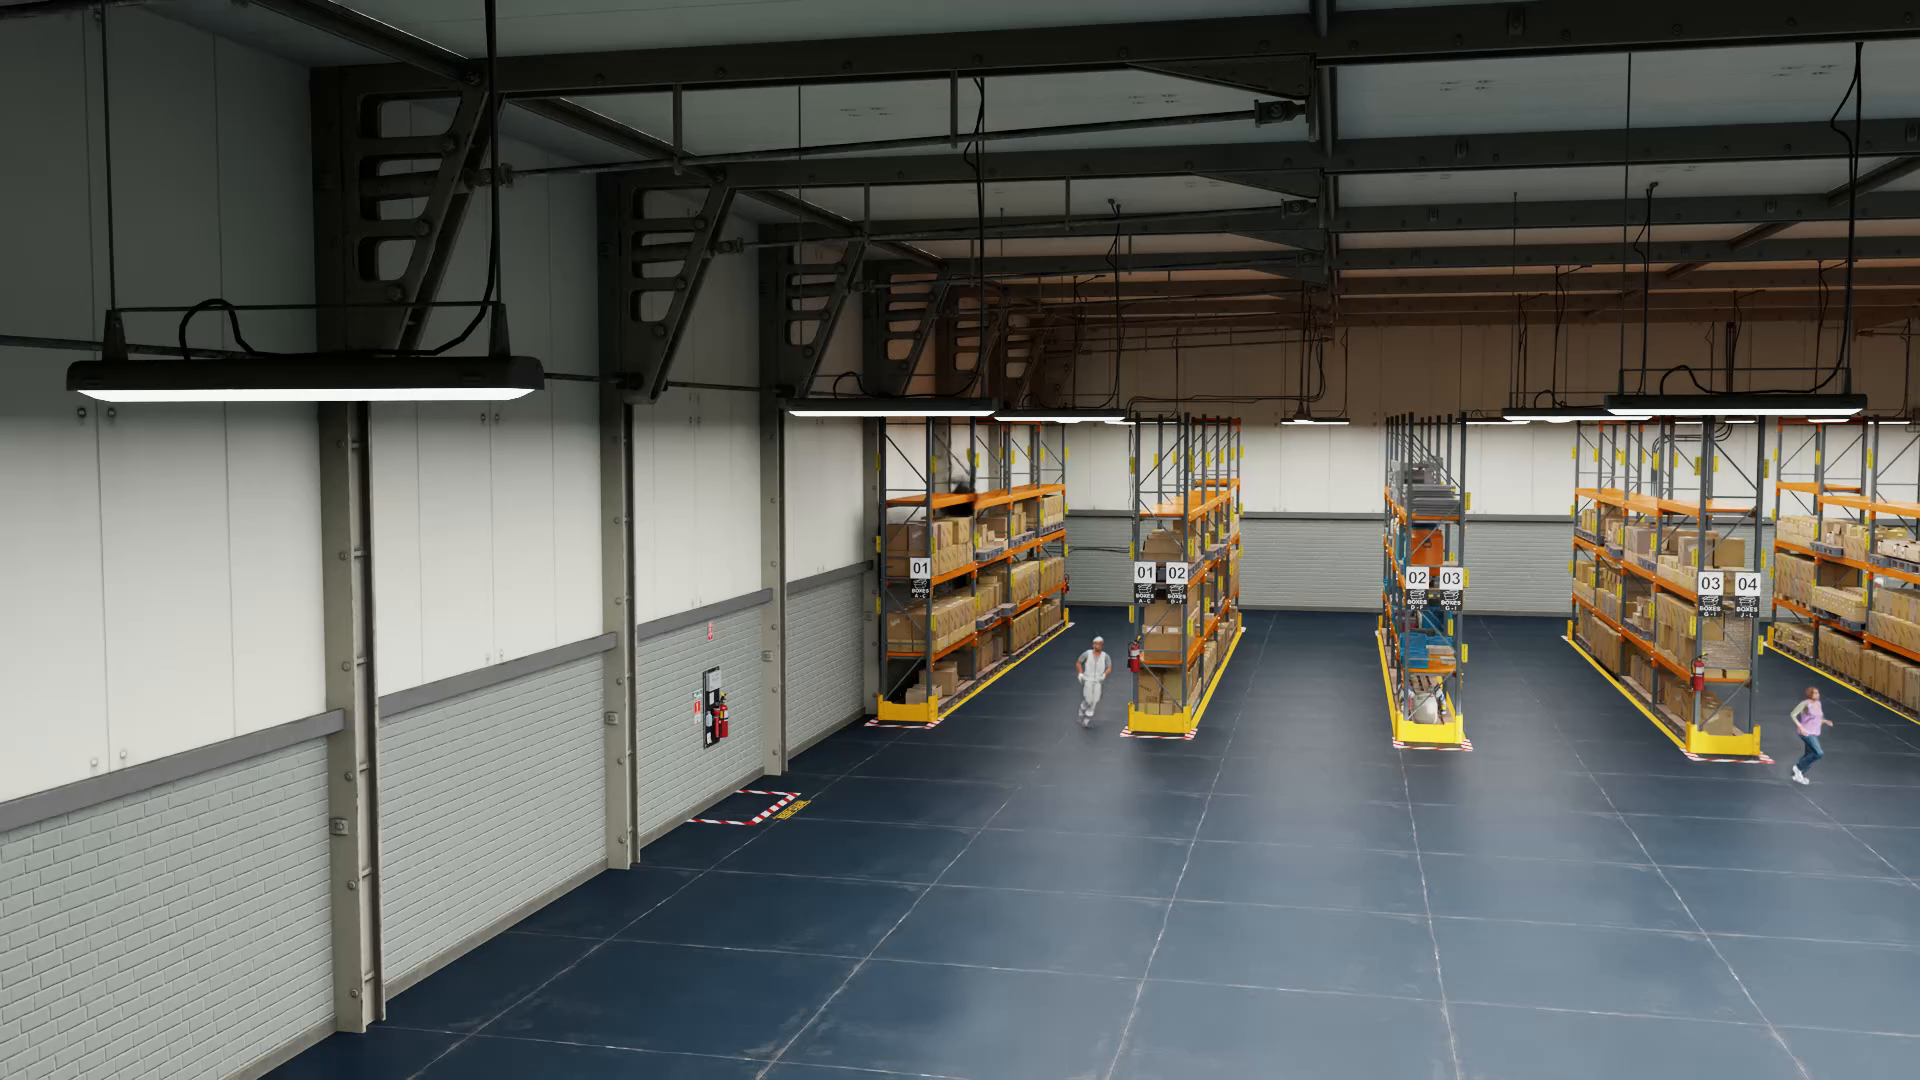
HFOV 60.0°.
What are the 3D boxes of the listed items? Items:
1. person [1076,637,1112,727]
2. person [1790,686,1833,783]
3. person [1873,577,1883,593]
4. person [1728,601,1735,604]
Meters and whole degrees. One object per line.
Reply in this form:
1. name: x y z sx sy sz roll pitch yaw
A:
1. person: 2.572 2.708 31.639 0.656 1.734 0.546 -1 4 -7
2. person: 13.667 3.129 26.669 0.515 1.567 0.585 -2 5 -33
3. person: 24.347 1.862 44.238 0.588 1.740 0.647 1 4 13
4. person: 19.928 1.926 43.276 0.689 1.813 0.794 1 4 21
